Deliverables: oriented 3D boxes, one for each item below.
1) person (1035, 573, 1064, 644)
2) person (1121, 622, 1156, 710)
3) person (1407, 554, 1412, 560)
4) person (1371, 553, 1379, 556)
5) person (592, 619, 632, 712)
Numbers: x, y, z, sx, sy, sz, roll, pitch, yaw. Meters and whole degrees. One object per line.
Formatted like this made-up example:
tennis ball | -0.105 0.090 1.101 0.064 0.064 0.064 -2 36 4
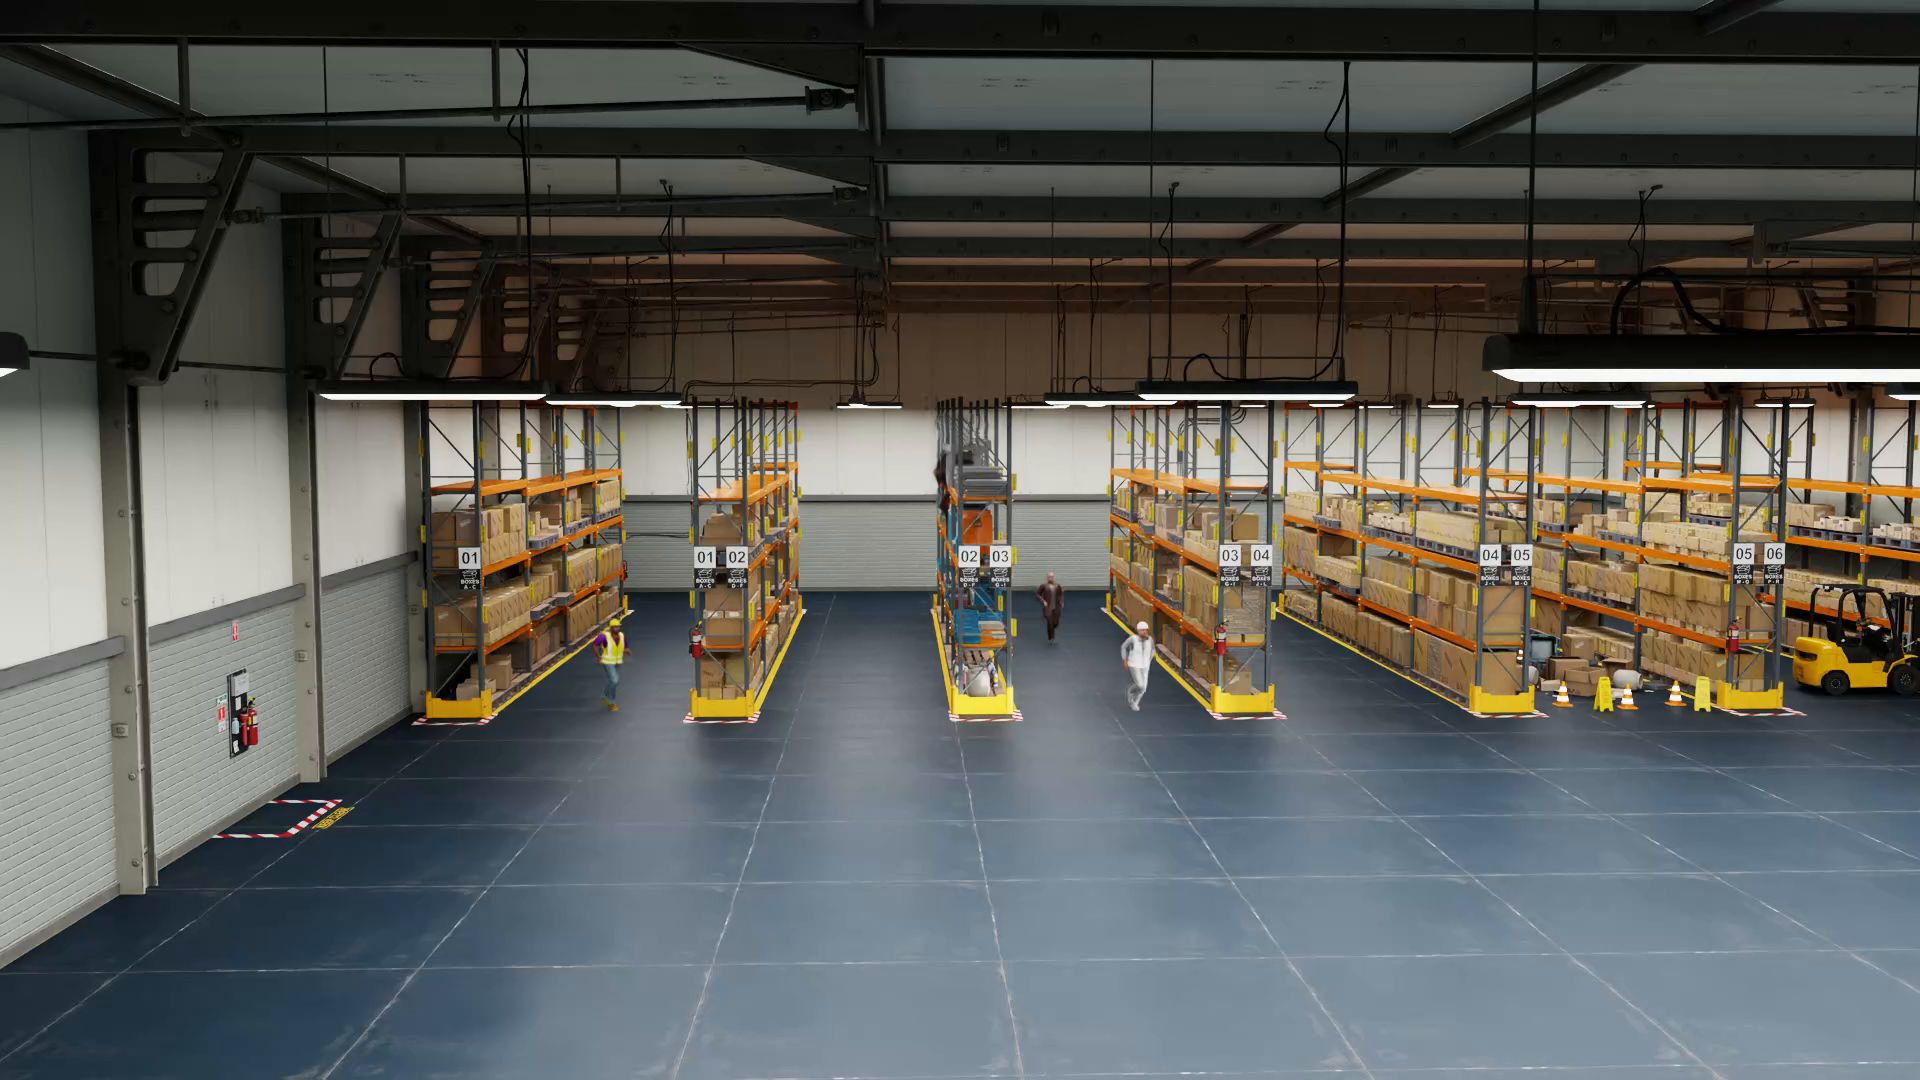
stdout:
person | 2.227 1.689 41.217 0.712 1.733 0.720 -1 5 -16
person | 3.451 2.408 31.809 0.635 1.714 0.636 -2 5 -22
person | 13.295 1.129 49.010 0.564 1.637 0.570 0 4 0
person | 11.808 1.244 47.144 0.583 1.747 0.801 -2 5 -29
person | -6.661 2.406 31.908 0.865 1.813 0.626 4 6 42
